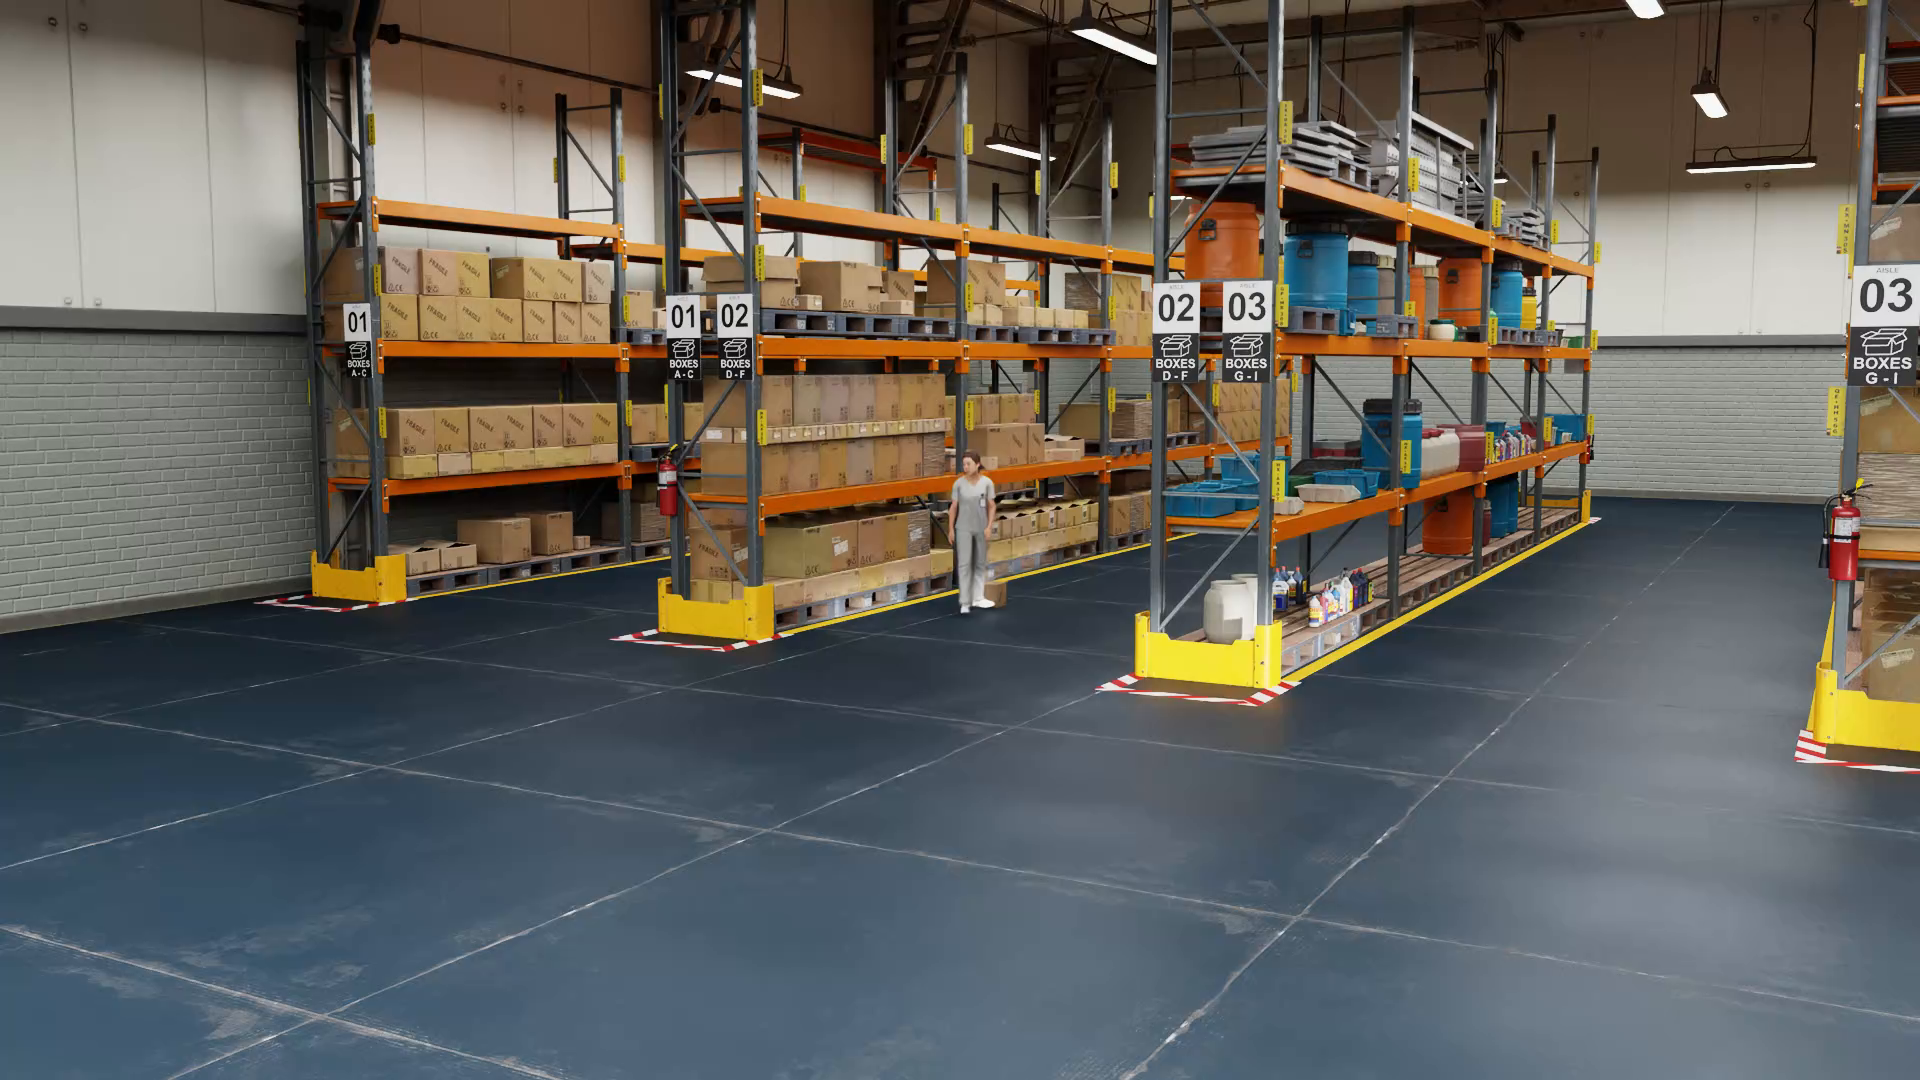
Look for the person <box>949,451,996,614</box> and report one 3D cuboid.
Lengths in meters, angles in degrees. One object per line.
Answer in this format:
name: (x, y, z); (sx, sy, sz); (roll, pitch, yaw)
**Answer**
person: (0.136, -0.089, 17.078); (0.498, 1.661, 0.686); (-1, 6, -9)
